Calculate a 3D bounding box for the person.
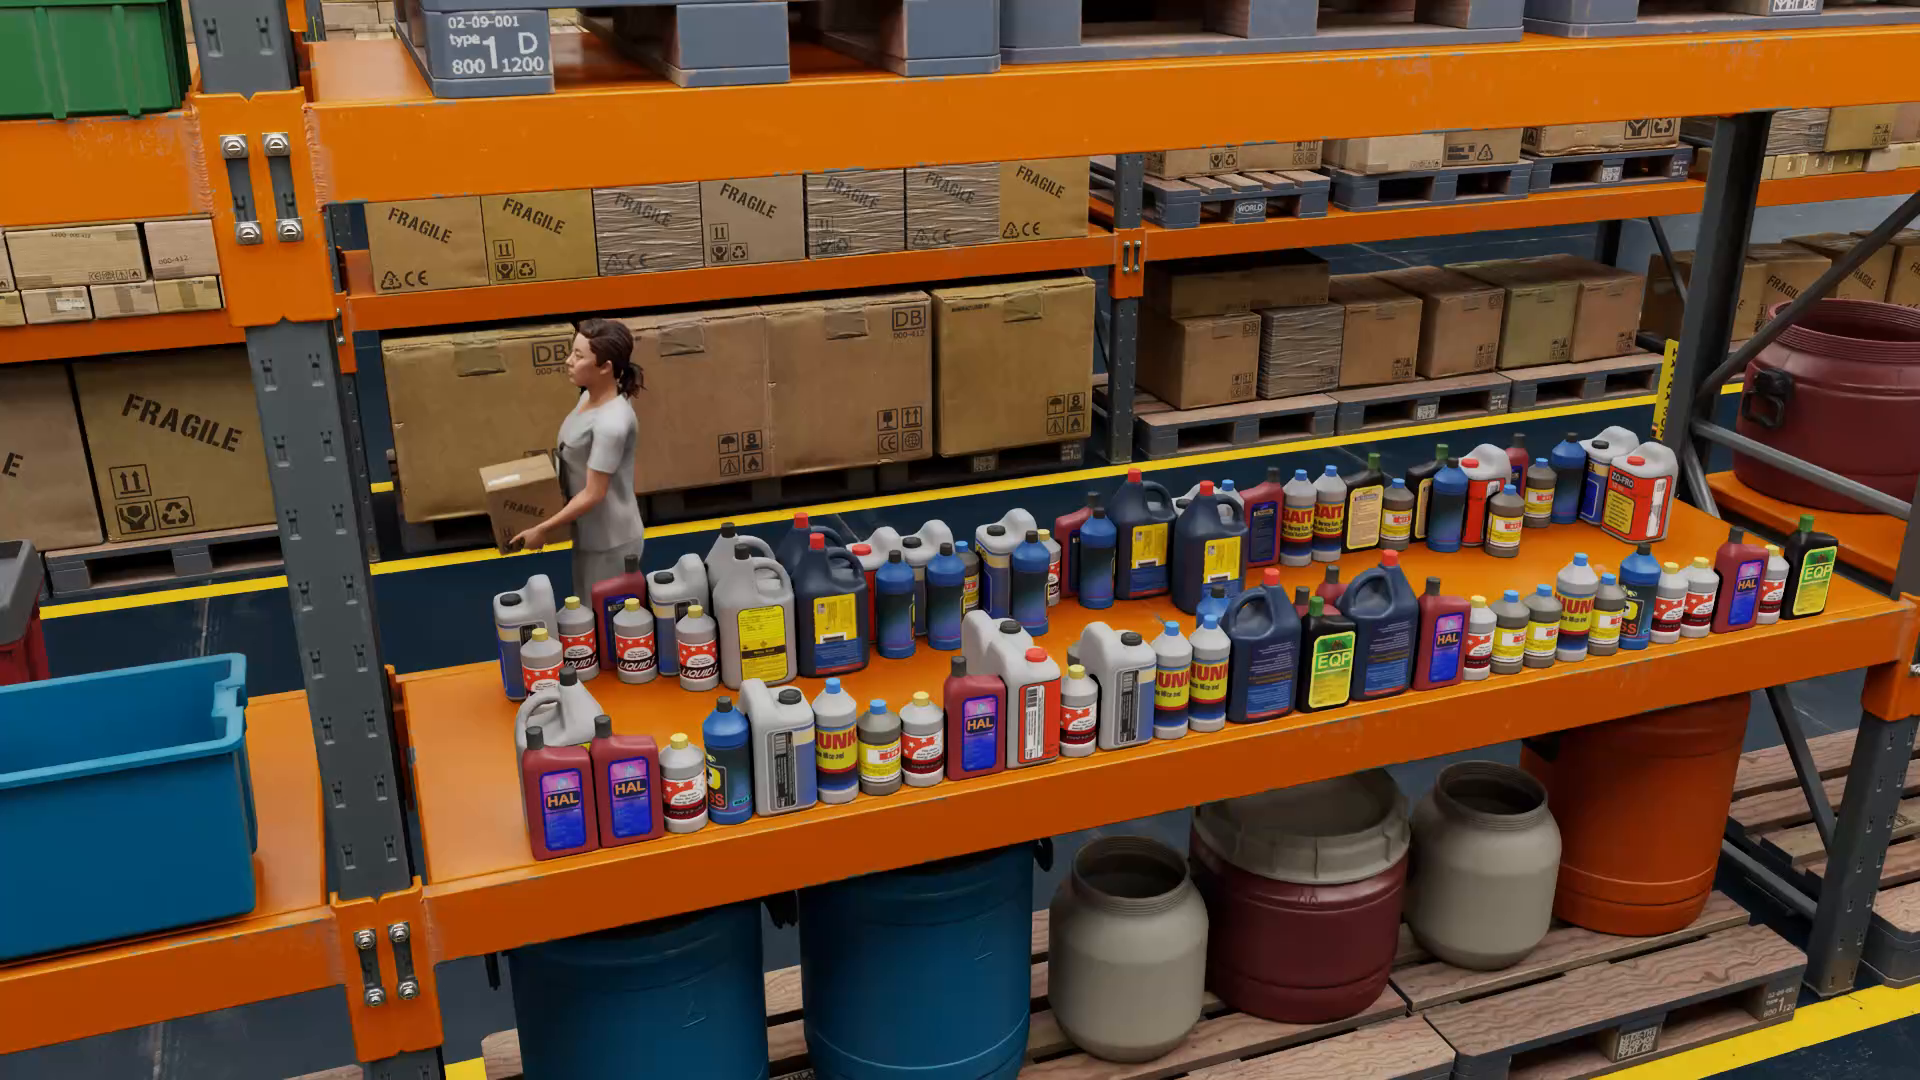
[{"bbox_3d":[-1.371,0.013,6.070,0.548,1.667,0.447,-8,24,-19],"label":"person"}]
